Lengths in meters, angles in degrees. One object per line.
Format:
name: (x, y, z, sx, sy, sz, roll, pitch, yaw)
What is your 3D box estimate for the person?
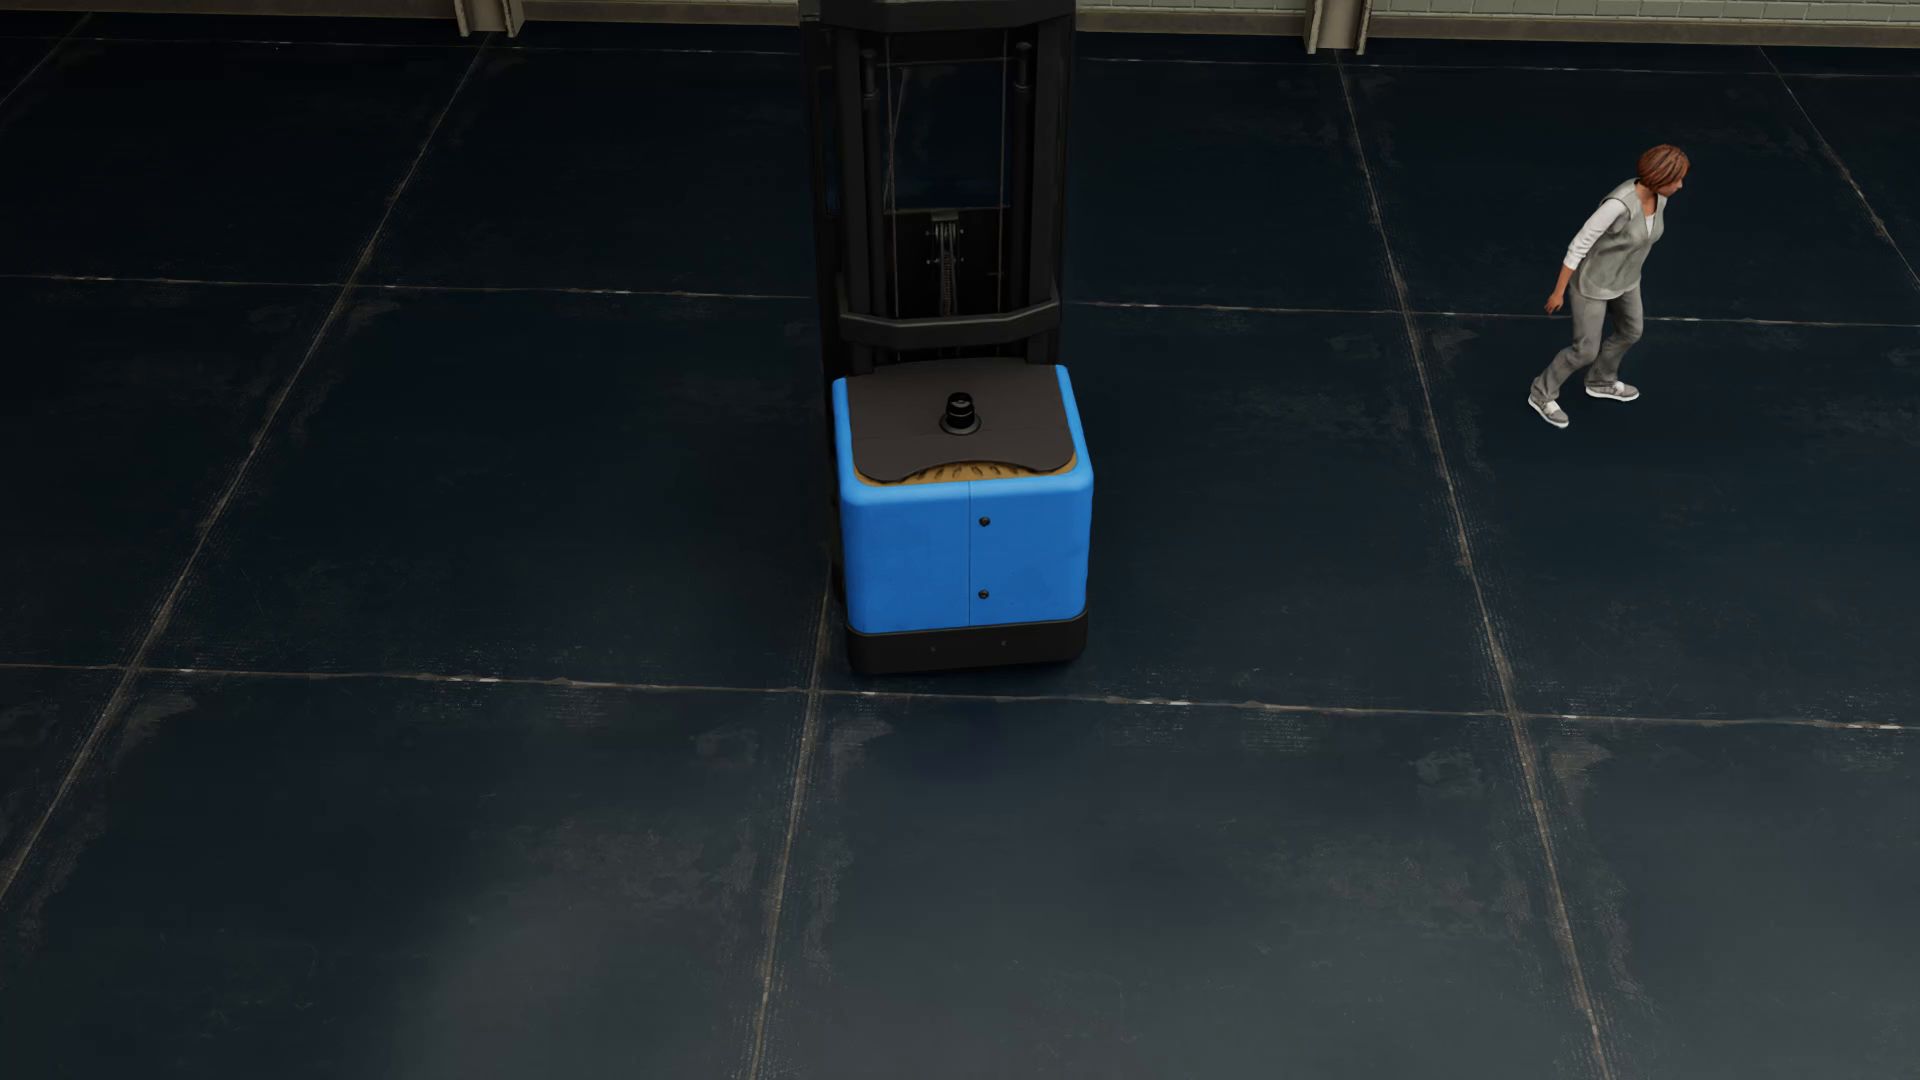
person: (3.181, -1.253, 8.141, 0.726, 1.564, 0.385, -26, 48, -26)

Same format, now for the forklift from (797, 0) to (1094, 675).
forklift: (-0.115, -1.493, 7.378, 1.130, 2.935, 3.031, -4, 43, -4)
